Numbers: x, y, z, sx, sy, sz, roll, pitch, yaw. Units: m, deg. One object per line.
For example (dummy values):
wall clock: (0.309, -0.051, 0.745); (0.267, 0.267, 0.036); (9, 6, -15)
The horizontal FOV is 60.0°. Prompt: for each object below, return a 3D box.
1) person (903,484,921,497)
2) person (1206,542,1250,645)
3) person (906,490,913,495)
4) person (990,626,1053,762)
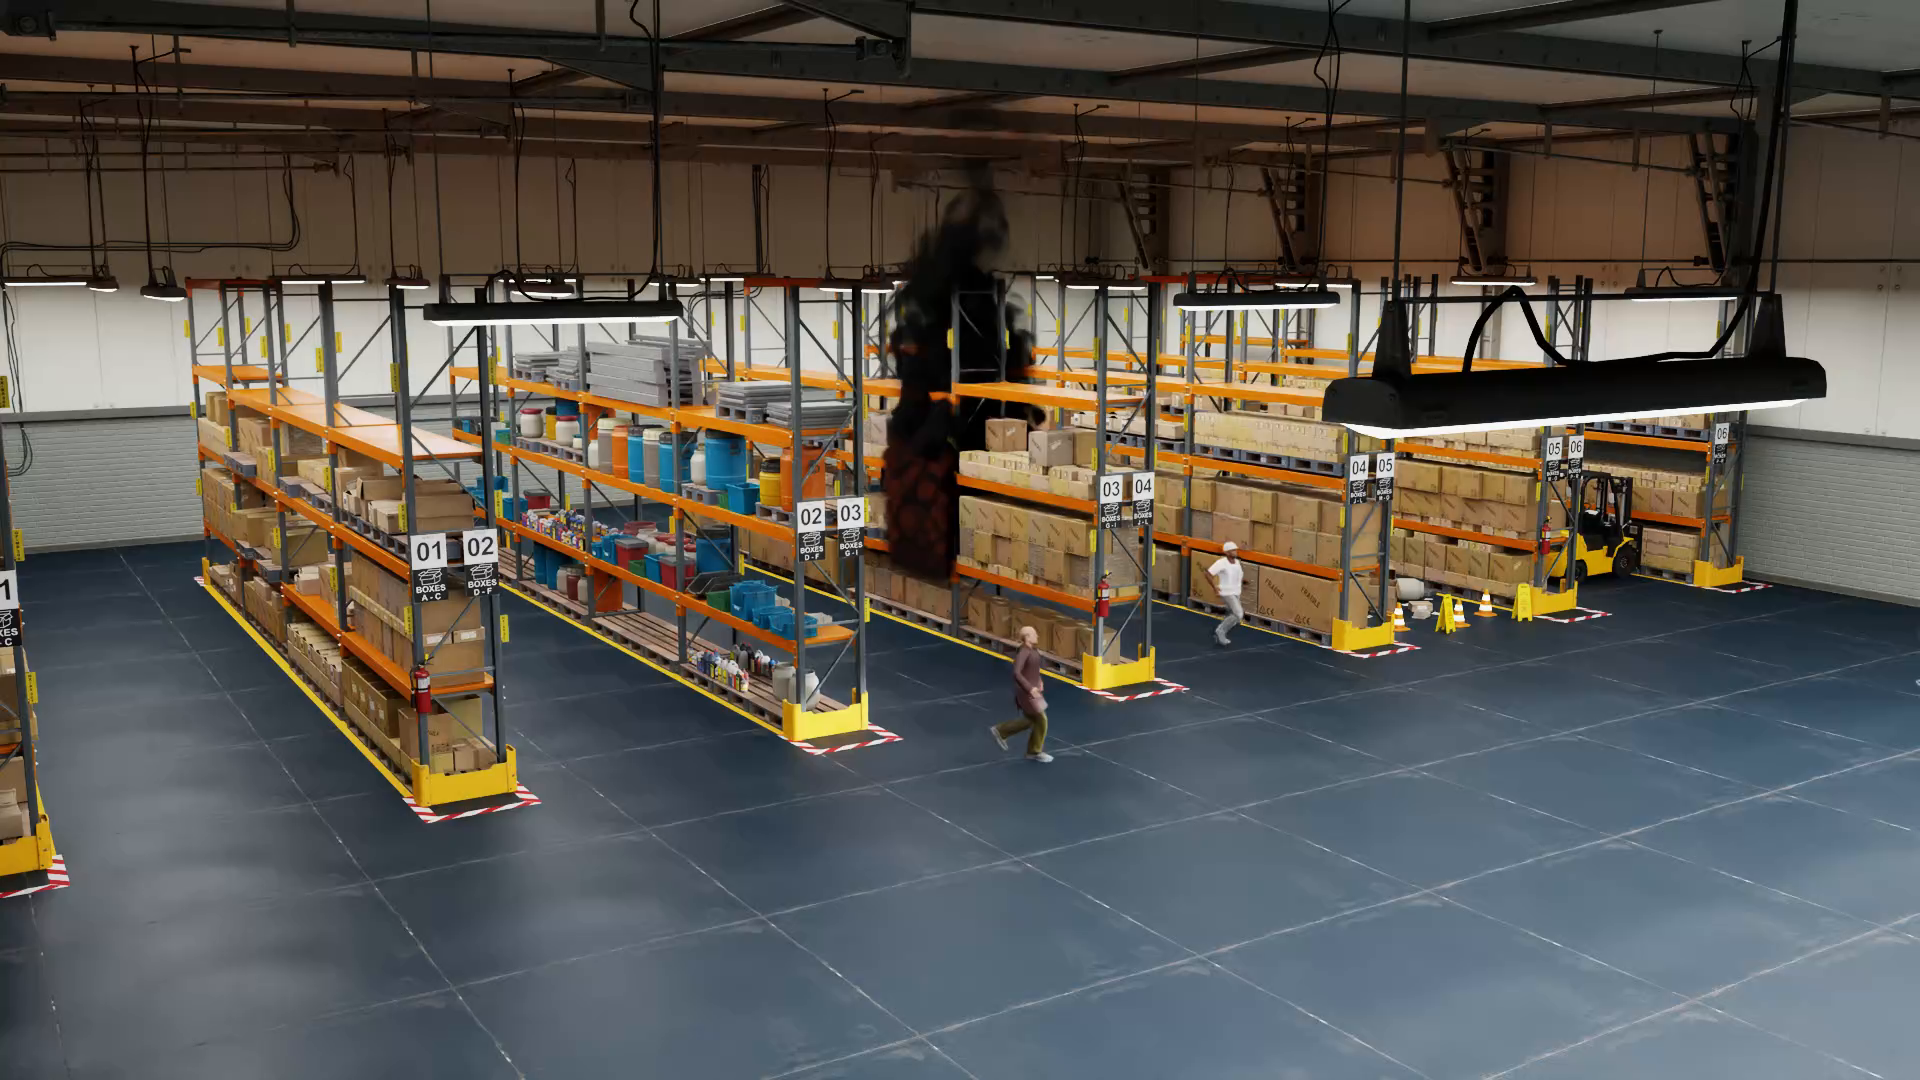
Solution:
person: (-1.229, -1.493, 41.976); (0.641, 1.639, 0.637); (5, 11, 28)
person: (4.469, 0.887, 27.380); (0.630, 1.721, 0.676); (9, 13, 41)
person: (-1.354, -1.581, 42.767); (0.572, 1.570, 0.528); (-5, 11, -28)
person: (0.789, 1.956, 21.201); (0.817, 1.755, 0.731); (0, 10, 3)
